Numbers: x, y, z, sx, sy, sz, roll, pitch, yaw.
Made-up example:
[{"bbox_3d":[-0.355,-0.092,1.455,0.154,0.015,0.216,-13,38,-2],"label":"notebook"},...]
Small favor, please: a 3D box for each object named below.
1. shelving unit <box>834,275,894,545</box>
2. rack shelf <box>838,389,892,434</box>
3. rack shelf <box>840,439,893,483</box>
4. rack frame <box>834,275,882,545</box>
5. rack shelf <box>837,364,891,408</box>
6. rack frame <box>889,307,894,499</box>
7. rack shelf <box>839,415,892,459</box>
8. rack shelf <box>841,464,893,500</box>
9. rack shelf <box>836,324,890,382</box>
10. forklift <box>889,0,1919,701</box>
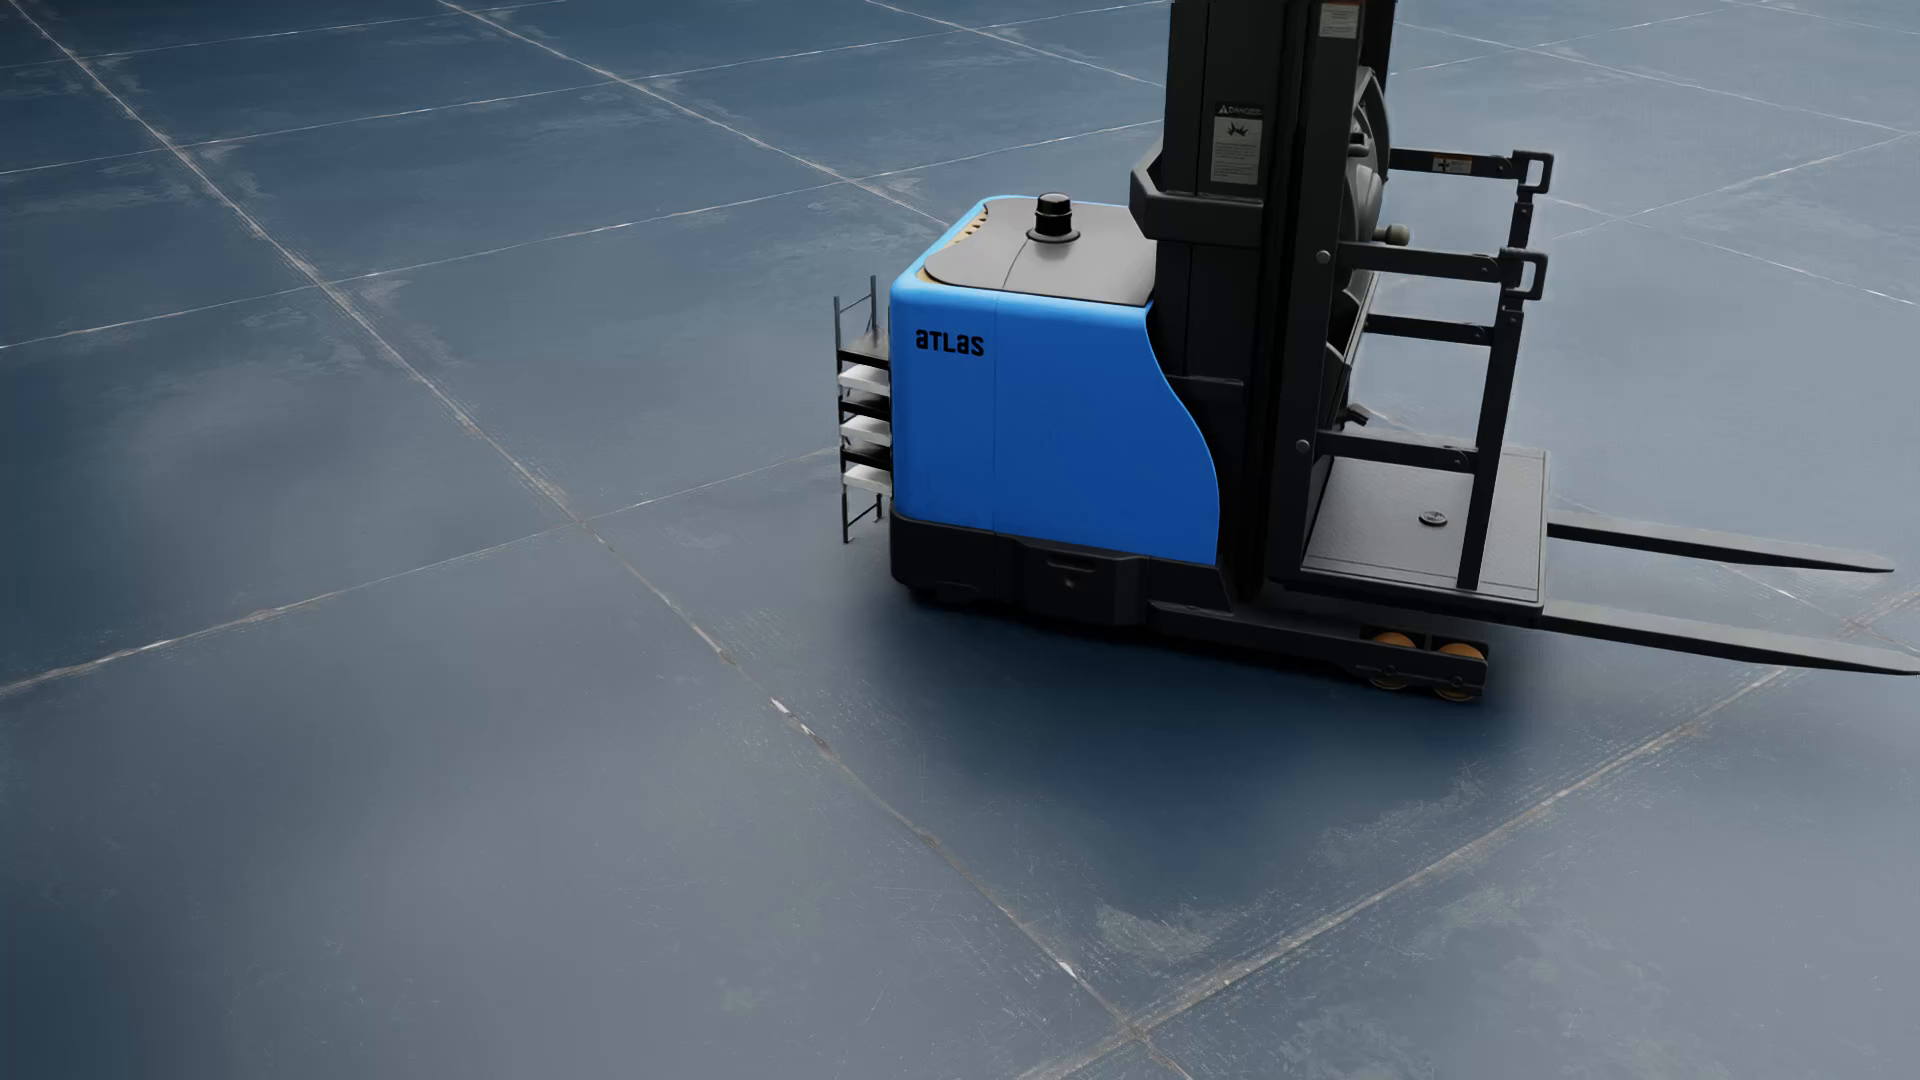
[{"bbox_3d":[-0.251,-0.404,5.552,0.210,0.900,0.258,15,32,26],"label":"shelving unit"},{"bbox_3d":[-0.251,-0.454,5.525,0.200,0.077,0.258,15,32,26],"label":"rack shelf"},{"bbox_3d":[-0.251,-0.296,5.611,0.200,0.077,0.258,15,32,26],"label":"rack shelf"},{"bbox_3d":[-0.340,-0.428,5.596,0.006,0.900,0.240,15,32,26],"label":"rack frame"},{"bbox_3d":[-0.251,-0.533,5.482,0.200,0.077,0.258,15,32,26],"label":"rack shelf"},{"bbox_3d":[-0.162,-0.381,5.508,0.006,0.900,0.240,15,32,26],"label":"rack frame"},{"bbox_3d":[-0.251,-0.375,5.568,0.200,0.077,0.258,15,32,26],"label":"rack shelf"},{"bbox_3d":[-0.251,-0.217,5.654,0.200,0.077,0.258,15,32,26],"label":"rack shelf"},{"bbox_3d":[-0.251,-0.612,5.439,0.200,0.077,0.258,15,32,26],"label":"rack shelf"},{"bbox_3d":[1.350,-1.101,4.705,3.031,2.935,1.130,9,30,16],"label":"forklift"}]
